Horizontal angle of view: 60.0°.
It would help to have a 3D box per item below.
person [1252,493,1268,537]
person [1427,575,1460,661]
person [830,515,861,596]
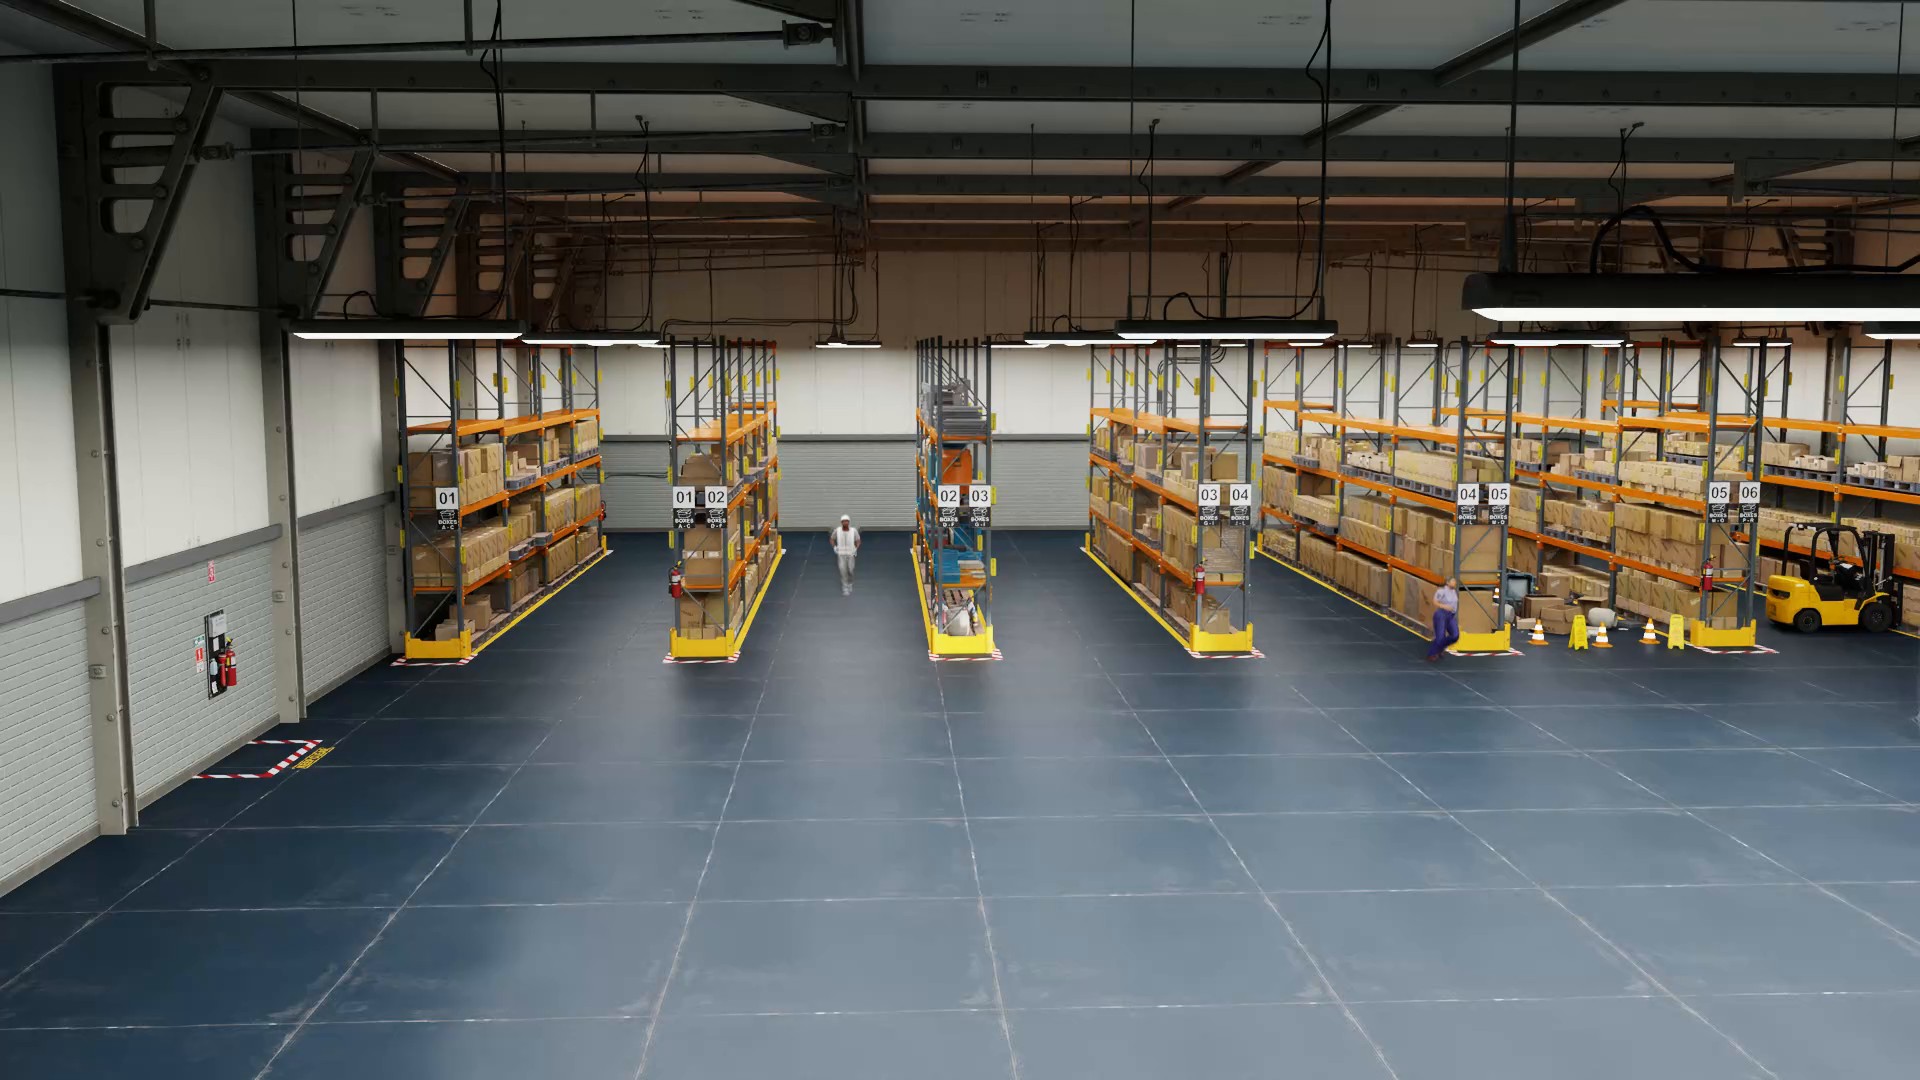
[{"bbox_3d":[8.882,-0.622,49.148,0.467,1.567,0.565,0,7,-4],"label":"person"},{"bbox_3d":[9.035,1.488,30.796,0.588,1.491,0.516,-4,7,-29],"label":"person"},{"bbox_3d":[-2.569,0.335,37.244,0.691,1.776,0.575,-1,7,-6],"label":"person"}]
